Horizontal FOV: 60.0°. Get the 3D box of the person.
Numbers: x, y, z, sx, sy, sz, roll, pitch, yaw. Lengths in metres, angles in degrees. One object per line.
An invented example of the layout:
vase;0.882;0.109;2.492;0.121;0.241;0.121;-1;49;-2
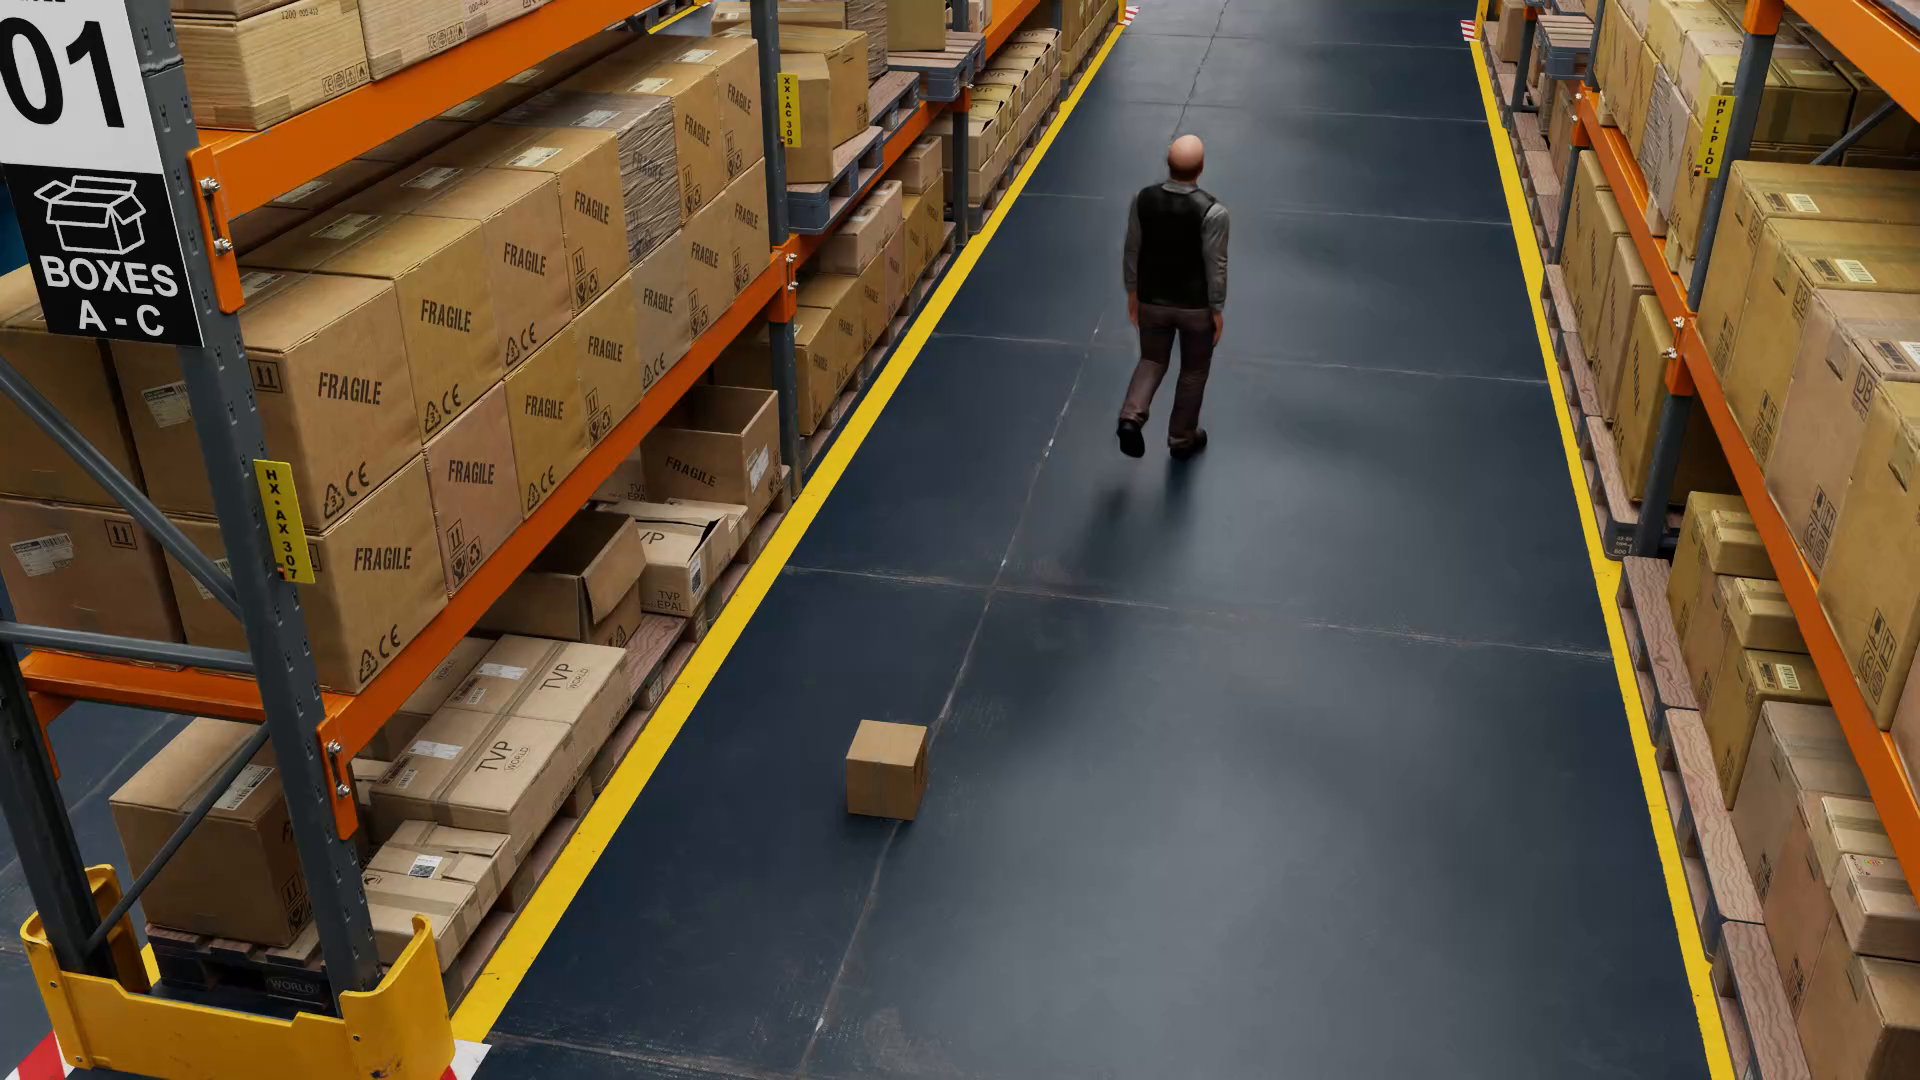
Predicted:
person;1.060;-1.169;8.263;0.542;1.703;0.679;15;32;26
